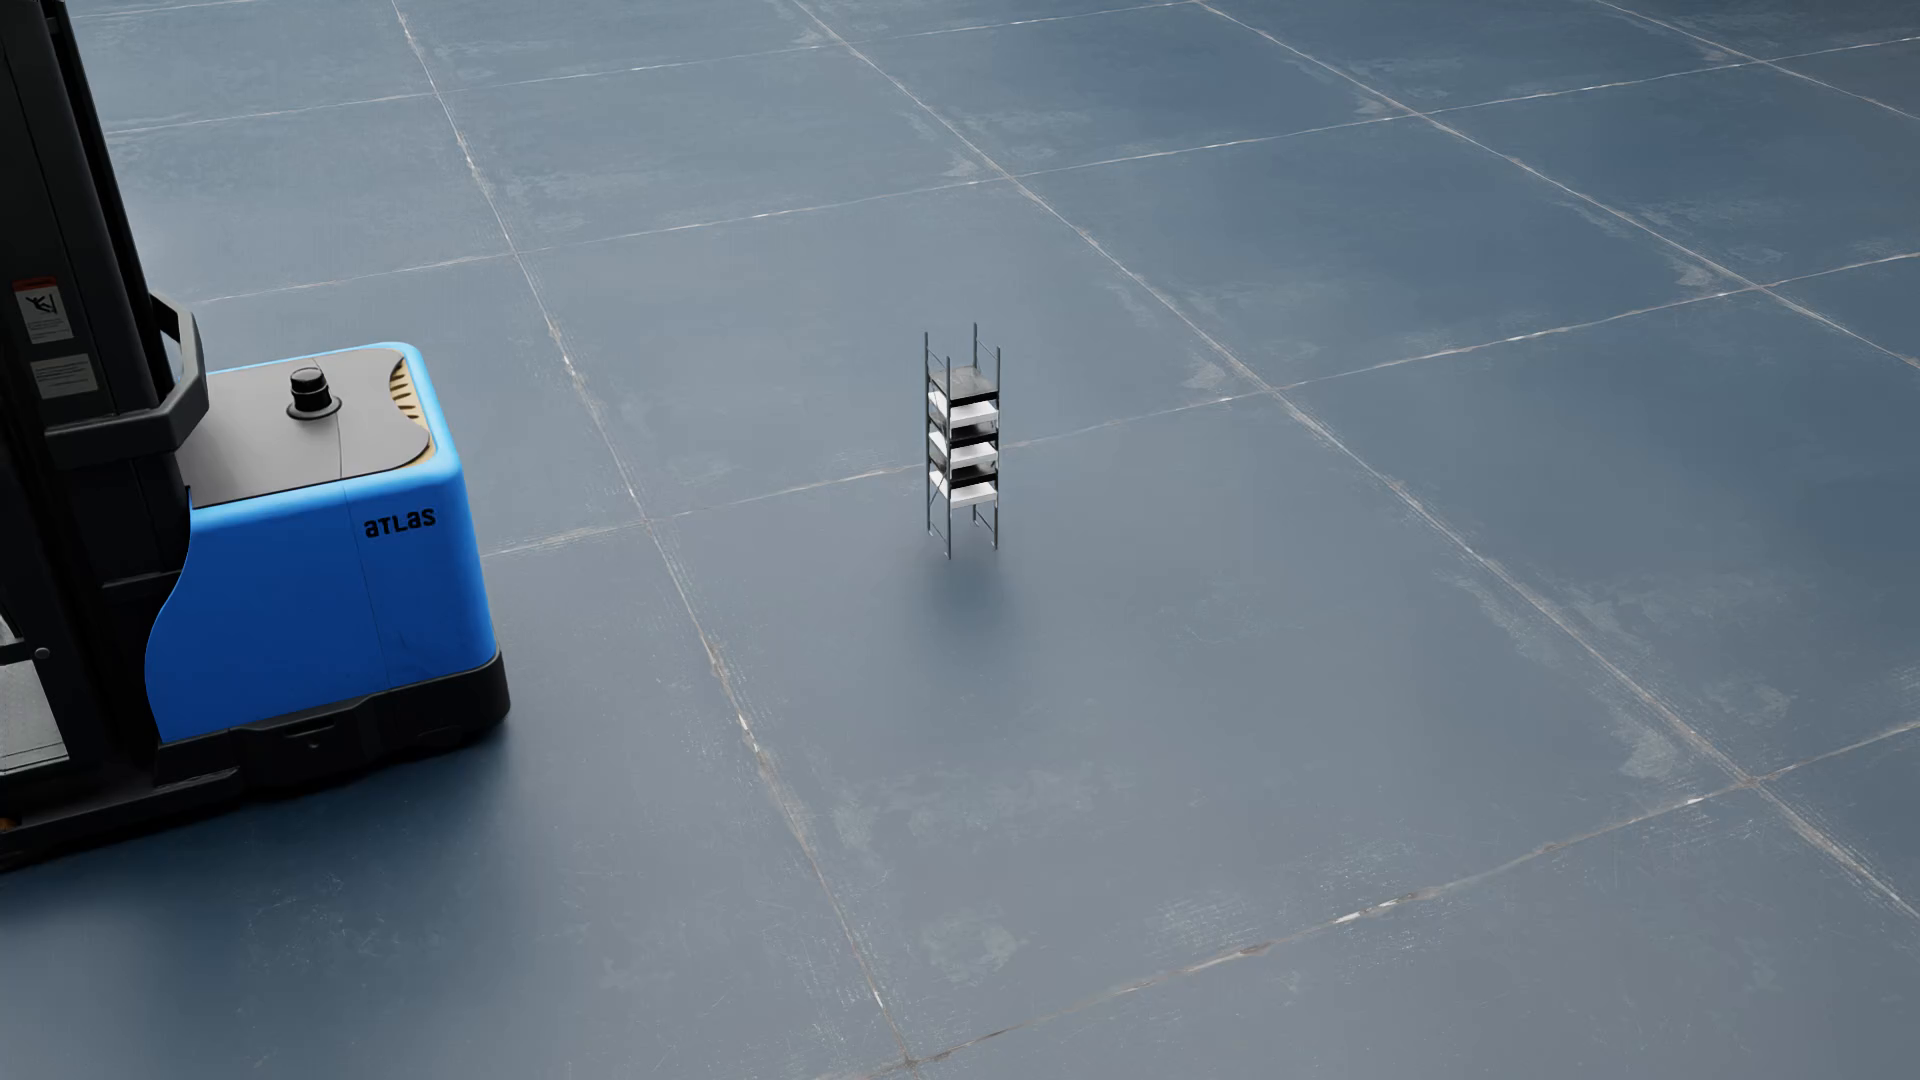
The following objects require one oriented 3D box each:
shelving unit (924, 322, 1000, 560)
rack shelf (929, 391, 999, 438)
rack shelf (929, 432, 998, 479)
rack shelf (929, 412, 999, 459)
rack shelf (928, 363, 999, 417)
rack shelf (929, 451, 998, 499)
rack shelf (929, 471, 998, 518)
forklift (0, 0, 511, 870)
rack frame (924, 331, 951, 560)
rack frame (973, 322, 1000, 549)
[{"bbox_3d":[0.007,-0.379,6.507,0.210,0.900,0.258,-13,35,-19],"label":"shelving unit"},{"bbox_3d":[0.007,-0.502,6.427,0.200,0.077,0.258,-13,35,-19],"label":"rack shelf"},{"bbox_3d":[0.007,-0.351,6.525,0.200,0.077,0.258,-13,35,-19],"label":"rack shelf"},{"bbox_3d":[0.007,-0.426,6.476,0.200,0.077,0.258,-13,35,-19],"label":"rack shelf"},{"bbox_3d":[0.007,-0.577,6.378,0.200,0.077,0.258,-13,35,-19],"label":"rack shelf"},{"bbox_3d":[0.007,-0.276,6.574,0.200,0.077,0.258,-13,35,-19],"label":"rack shelf"},{"bbox_3d":[0.007,-0.200,6.624,0.200,0.077,0.258,-13,35,-19],"label":"rack shelf"},{"bbox_3d":[-3.113,-0.486,4.810,3.031,2.935,1.130,-13,35,-20],"label":"forklift"},{"bbox_3d":[-0.086,-0.357,6.474,0.006,0.900,0.240,-13,35,-19],"label":"rack frame"},{"bbox_3d":[0.101,-0.400,6.540,0.006,0.900,0.240,-13,35,-19],"label":"rack frame"}]
